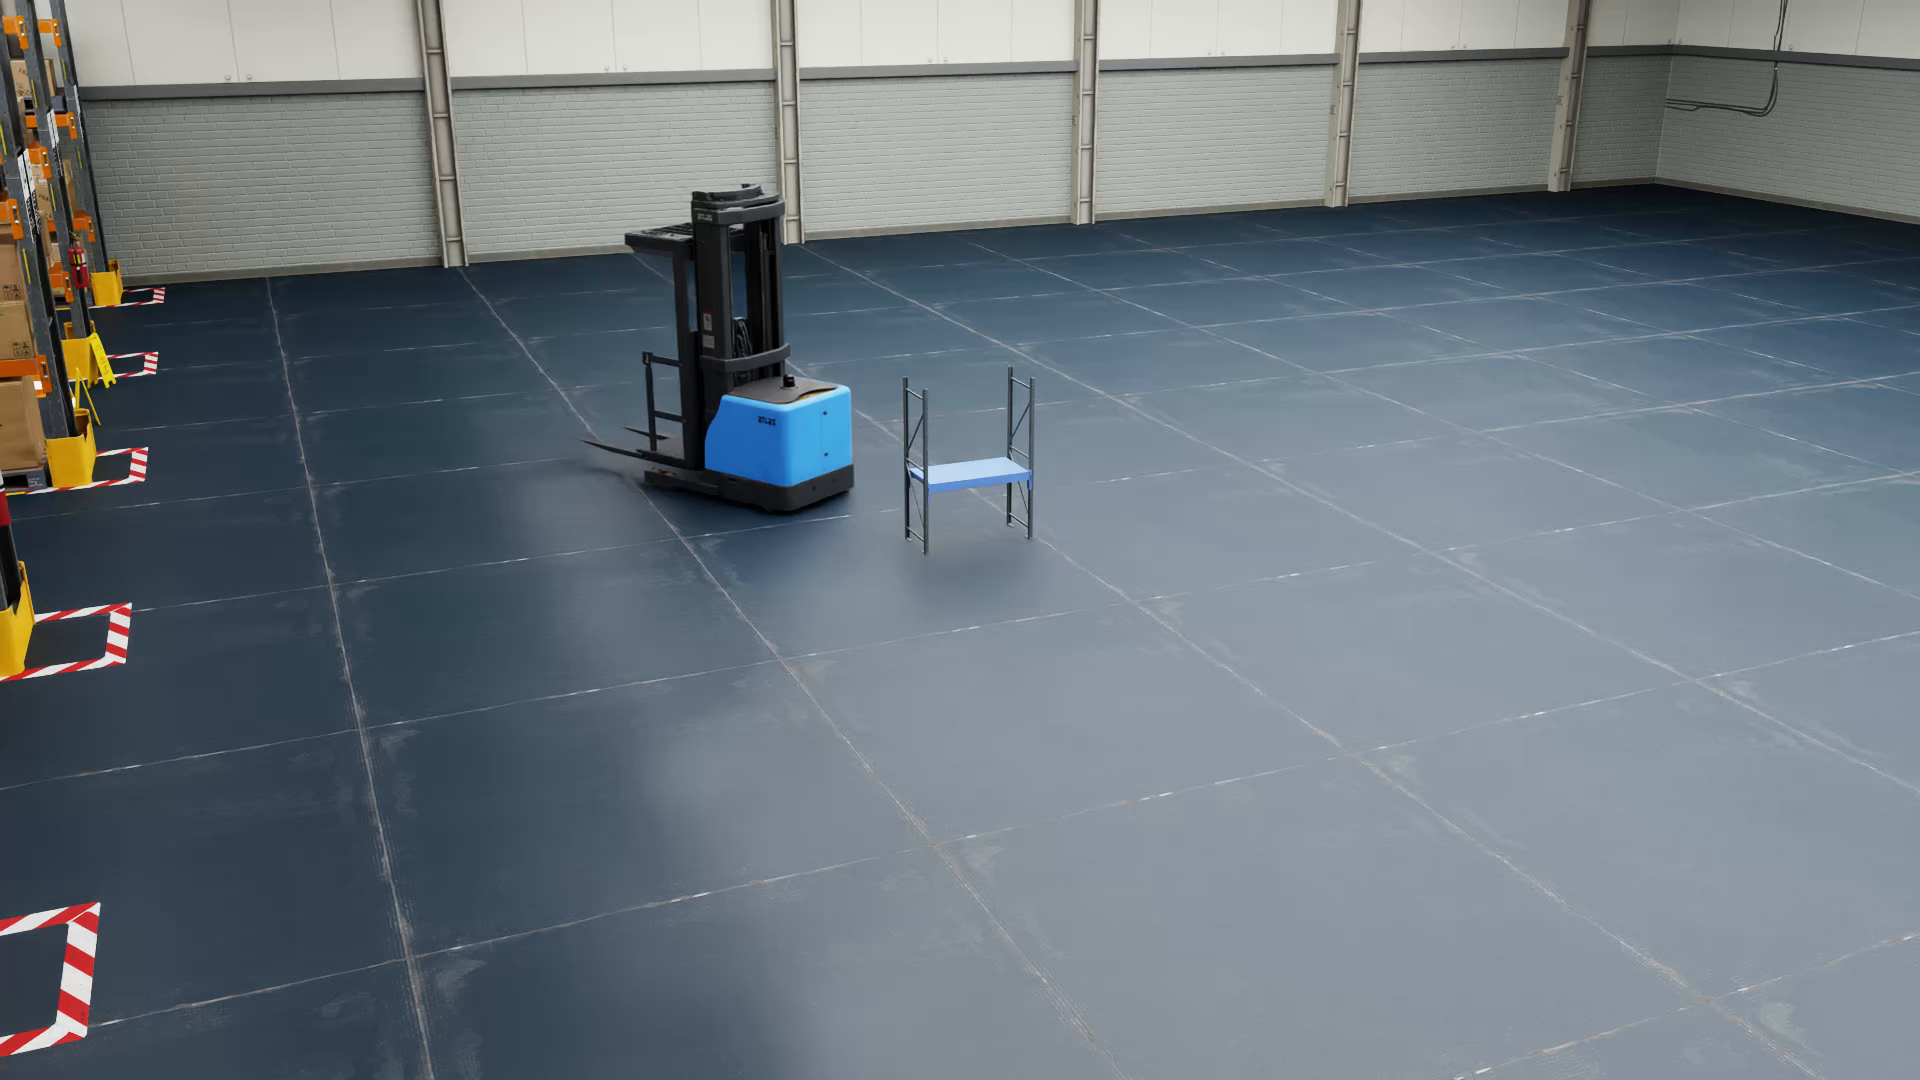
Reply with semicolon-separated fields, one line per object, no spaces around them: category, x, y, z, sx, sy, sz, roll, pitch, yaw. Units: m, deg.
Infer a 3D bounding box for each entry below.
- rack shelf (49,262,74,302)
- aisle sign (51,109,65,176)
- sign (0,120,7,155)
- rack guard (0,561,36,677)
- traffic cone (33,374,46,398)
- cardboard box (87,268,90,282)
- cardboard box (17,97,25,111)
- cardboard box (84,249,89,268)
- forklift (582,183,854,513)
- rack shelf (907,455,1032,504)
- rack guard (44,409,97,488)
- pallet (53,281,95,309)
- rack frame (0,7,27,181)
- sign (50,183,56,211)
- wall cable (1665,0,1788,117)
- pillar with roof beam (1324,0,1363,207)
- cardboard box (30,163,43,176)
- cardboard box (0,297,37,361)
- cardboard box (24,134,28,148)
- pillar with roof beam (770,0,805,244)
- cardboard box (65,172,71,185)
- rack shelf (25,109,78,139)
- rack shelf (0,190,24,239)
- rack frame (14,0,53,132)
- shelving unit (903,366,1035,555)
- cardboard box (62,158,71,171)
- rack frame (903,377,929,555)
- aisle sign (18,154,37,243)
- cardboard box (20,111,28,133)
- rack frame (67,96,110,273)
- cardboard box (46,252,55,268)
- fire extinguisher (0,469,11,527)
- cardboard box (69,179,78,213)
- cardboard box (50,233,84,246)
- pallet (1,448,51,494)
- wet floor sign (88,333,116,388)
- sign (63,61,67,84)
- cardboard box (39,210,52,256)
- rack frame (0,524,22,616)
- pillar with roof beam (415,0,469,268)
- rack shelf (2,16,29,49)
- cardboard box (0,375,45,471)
rack shelf;-12.985;-3.012;20.176;4.000;0.370;1.077;-8;21;-22
aisle sign;-11.214;-4.943;20.663;0.004;0.787;0.394;-8;21;-22
sign;-8.893;-3.746;15.447;0.005;0.325;0.100;-8;21;-22
rack guard;-7.293;0.597;12.607;0.348;0.500;1.175;-8;21;-22
traffic cone;-11.032;-1.968;19.947;0.334;0.463;0.336;-8;21;-22
cardboard box;-13.647;-4.024;25.474;0.500;0.250;0.500;-8;21;-22
cardboard box;-11.556;-5.302;20.258;0.250;0.149;0.380;-8;21;-22
cardboard box;-13.632;-4.266;25.409;0.500;0.250;0.500;-8;21;-21
forklift;-2.530;-2.009;16.347;3.031;2.935;1.130;14;24;34
rack shelf;0.078;-0.549;14.898;1.000;0.185;0.538;-8;21;-22
rack guard;-9.073;-0.942;16.978;0.348;0.500;1.175;-8;21;-22
pallet;-13.804;-3.699;25.242;1.213;0.211;1.003;-8;21;-22
rack frame;-9.095;-4.948;15.558;0.127;3.000;1.000;-8;21;-22
sign;-10.947;-4.138;20.070;0.005;0.325;0.100;-8;21;-22
wall cable;16.661;-10.607;36.305;0.112;2.526;3.097;-8;21;-22
pillar with roof beam;9.628;-9.985;29.863;0.400;9.000;9.100;-8;21;-22
cardboard box;-13.578;-5.468;24.492;0.250;0.149;0.380;-8;21;-22
cardboard box;-9.418;-2.126;16.351;0.550;0.550;0.875;-8;21;-22
cardboard box;-11.365;-4.778;19.971;0.250;0.149;0.380;-8;21;-22
pillar with roof beam;-1.391;-8.406;25.380;0.400;9.000;9.100;-8;21;-22
cardboard box;-13.325;-5.349;24.604;0.250;0.149;0.380;-8;21;-21
rack shelf;-14.955;-5.940;23.975;4.000;0.370;1.077;-8;21;-22
rack shelf;-10.932;-2.930;15.428;4.000;0.370;1.077;-8;21;-22
rack frame;-11.149;-6.444;19.807;0.127;3.000;1.000;-8;21;-22
shelving unit;0.078;-0.719;14.838;1.048;1.500;0.538;-8;21;-22
cardboard box;-13.511;-5.642;24.987;0.250;0.149;0.380;-9;21;-23
rack frame;-0.388;-0.652;14.648;0.032;1.500;0.500;-8;21;-22
aisle sign;-8.911;-3.262;15.889;0.004;0.787;0.394;-8;21;-22
cardboard box;-11.716;-5.114;20.324;0.500;0.250;0.500;-9;21;-23
rack frame;-13.118;-5.127;25.101;0.127;3.000;1.000;-8;21;-22
cardboard box;-11.543;-3.514;20.897;0.250;0.149;0.380;-8;21;-22
fire extinguisher;-6.936;-0.430;11.877;0.183;0.674;0.296;-8;21;-22
cardboard box;-13.683;-5.194;25.140;0.500;0.500;0.500;-7;21;-20
cardboard box;-13.634;-4.495;25.306;0.500;0.250;0.500;-8;21;-23
pallet;-9.798;-0.674;16.651;1.213;0.211;1.003;-8;21;-22
wet floor sign;-10.550;-2.202;20.339;0.232;0.644;0.267;-1;19;-3
sign;-12.916;-6.755;23.994;0.005;0.325;0.100;-8;21;-22
cardboard box;-11.693;-3.824;20.801;0.500;0.500;0.500;-8;21;-23
rack frame;-7.223;-0.592;12.220;0.127;3.000;1.000;-8;21;-22
pillar with roof beam;-6.900;-7.617;23.138;0.400;9.000;9.100;-8;21;-22
rack shelf;-12.985;-5.840;19.180;4.000;0.370;1.077;-8;21;-22
cardboard box;-9.692;-1.205;16.527;0.875;0.875;0.875;-8;21;-22
